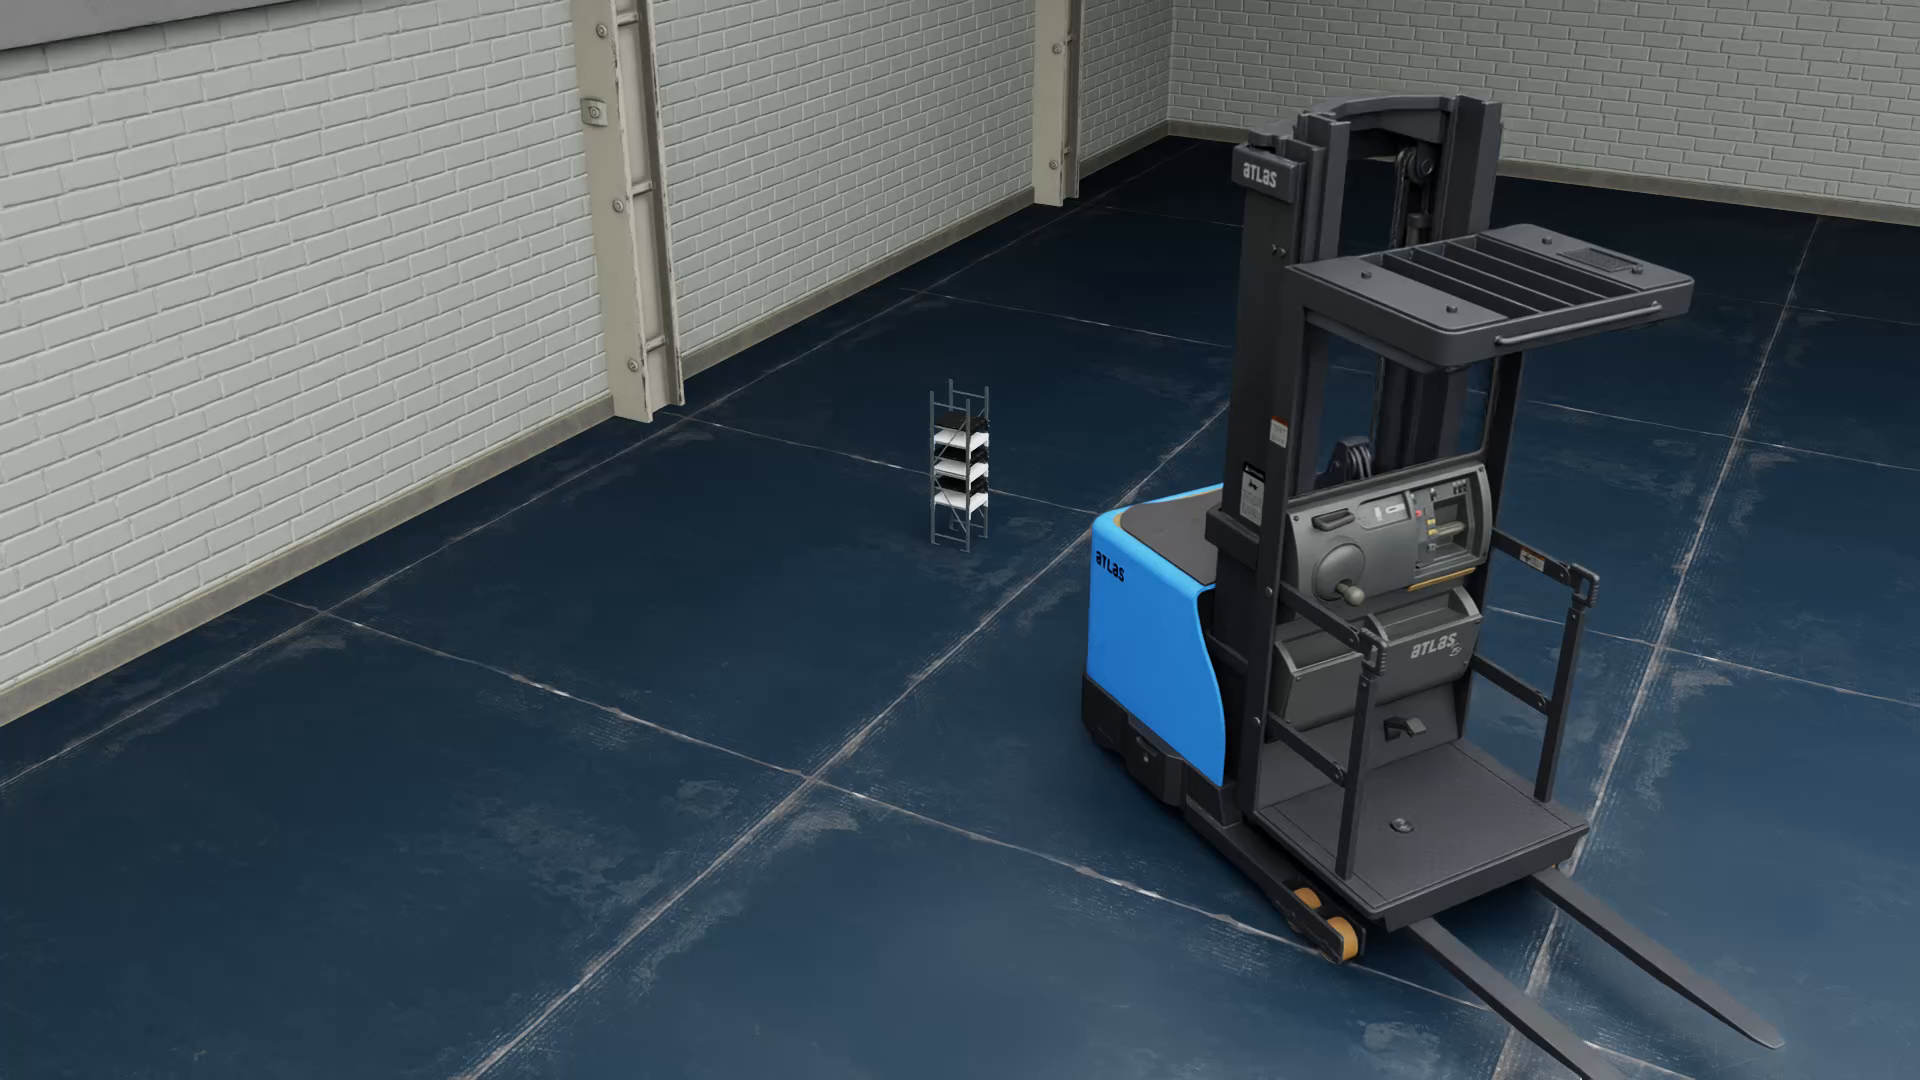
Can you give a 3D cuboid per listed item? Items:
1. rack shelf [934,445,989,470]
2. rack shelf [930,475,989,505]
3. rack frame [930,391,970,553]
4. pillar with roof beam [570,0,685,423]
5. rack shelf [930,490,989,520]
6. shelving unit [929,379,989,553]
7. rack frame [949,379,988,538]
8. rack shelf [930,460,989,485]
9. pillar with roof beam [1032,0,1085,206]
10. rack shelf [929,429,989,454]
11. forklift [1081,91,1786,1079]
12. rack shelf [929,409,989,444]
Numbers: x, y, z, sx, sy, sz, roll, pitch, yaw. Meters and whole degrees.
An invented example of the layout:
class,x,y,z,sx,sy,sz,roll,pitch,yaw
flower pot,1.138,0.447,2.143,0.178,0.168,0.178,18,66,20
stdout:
class,x,y,z,sx,sy,sz,roll,pitch,yaw
rack shelf,-0.004,-0.450,9.017,0.258,0.077,0.200,14,30,26
rack shelf,-0.004,-0.289,9.097,0.258,0.077,0.200,14,30,26
rack frame,-0.054,-0.360,8.963,0.240,0.900,0.006,14,30,26
pillar with roof beam,1.691,-3.943,7.075,9.100,9.000,0.400,14,30,26
rack shelf,-0.004,-0.208,9.138,0.258,0.077,0.200,14,30,26
shelving unit,-0.004,-0.399,9.042,0.258,0.900,0.210,14,30,26
rack frame,0.046,-0.439,9.121,0.240,0.900,0.006,14,30,26
rack shelf,-0.004,-0.369,9.057,0.258,0.077,0.200,14,30,26
pillar with roof beam,4.642,-6.282,11.746,9.100,9.000,0.400,14,30,26
rack shelf,-0.004,-0.530,8.977,0.258,0.077,0.200,14,30,26
forklift,1.694,0.016,5.943,1.130,2.935,3.031,-14,30,-25
rack shelf,-0.004,-0.611,8.936,0.258,0.077,0.200,14,30,26
